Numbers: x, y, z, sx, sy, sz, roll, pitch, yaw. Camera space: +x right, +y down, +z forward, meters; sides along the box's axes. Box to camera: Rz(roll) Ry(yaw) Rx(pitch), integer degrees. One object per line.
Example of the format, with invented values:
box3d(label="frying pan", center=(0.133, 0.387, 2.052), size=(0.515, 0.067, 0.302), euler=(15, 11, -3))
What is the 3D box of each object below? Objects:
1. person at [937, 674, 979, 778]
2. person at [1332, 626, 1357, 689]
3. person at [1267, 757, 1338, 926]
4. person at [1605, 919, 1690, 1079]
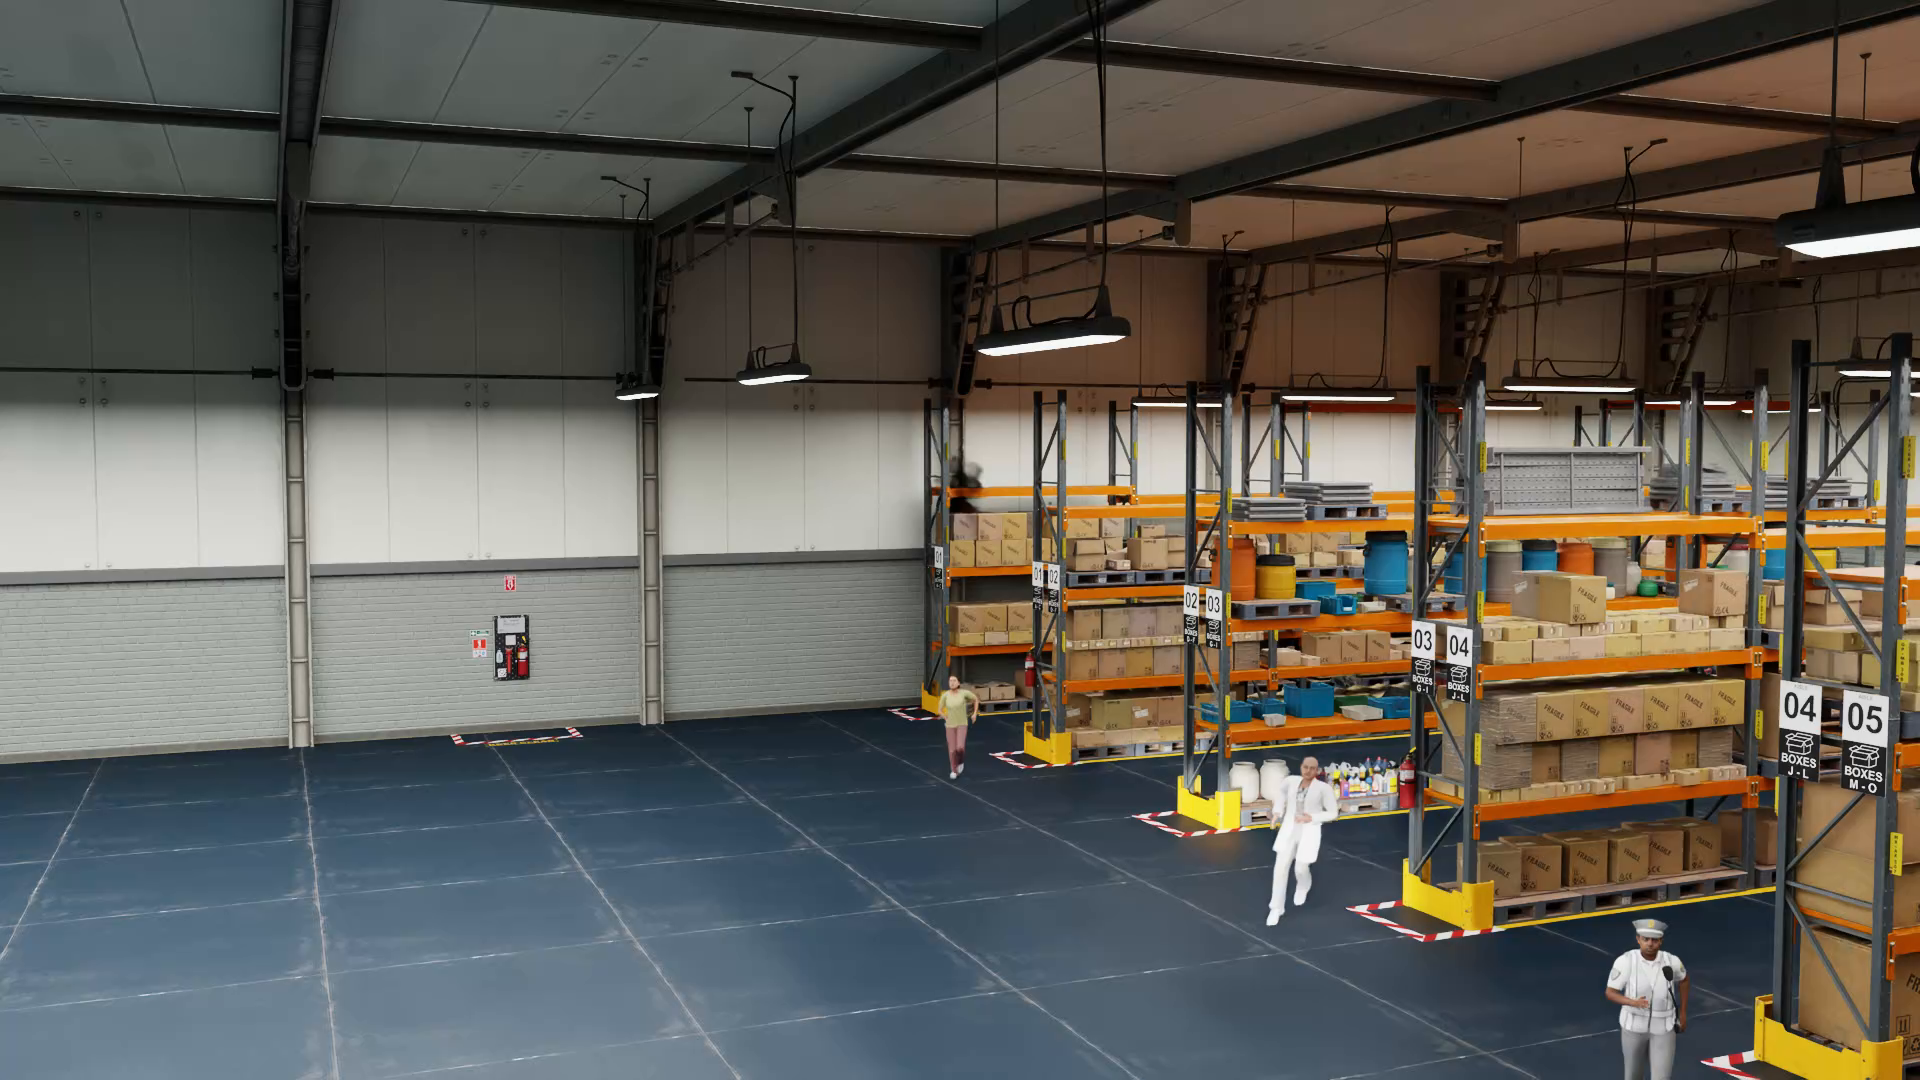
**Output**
box3d(label="person", center=(-0.043, 2.851, 25.368), size=(0.607, 1.625, 0.698), euler=(1, 3, 9))
box3d(label="person", center=(7.580, 2.364, 32.608), size=(0.660, 1.765, 0.679), euler=(-2, 4, -32))
box3d(label="person", center=(3.731, 3.224, 18.042), size=(0.749, 1.778, 1.037), euler=(2, 4, 27))
box3d(label="person", center=(5.011, 3.593, 12.138), size=(0.579, 1.750, 0.817), euler=(1, 4, 21))
